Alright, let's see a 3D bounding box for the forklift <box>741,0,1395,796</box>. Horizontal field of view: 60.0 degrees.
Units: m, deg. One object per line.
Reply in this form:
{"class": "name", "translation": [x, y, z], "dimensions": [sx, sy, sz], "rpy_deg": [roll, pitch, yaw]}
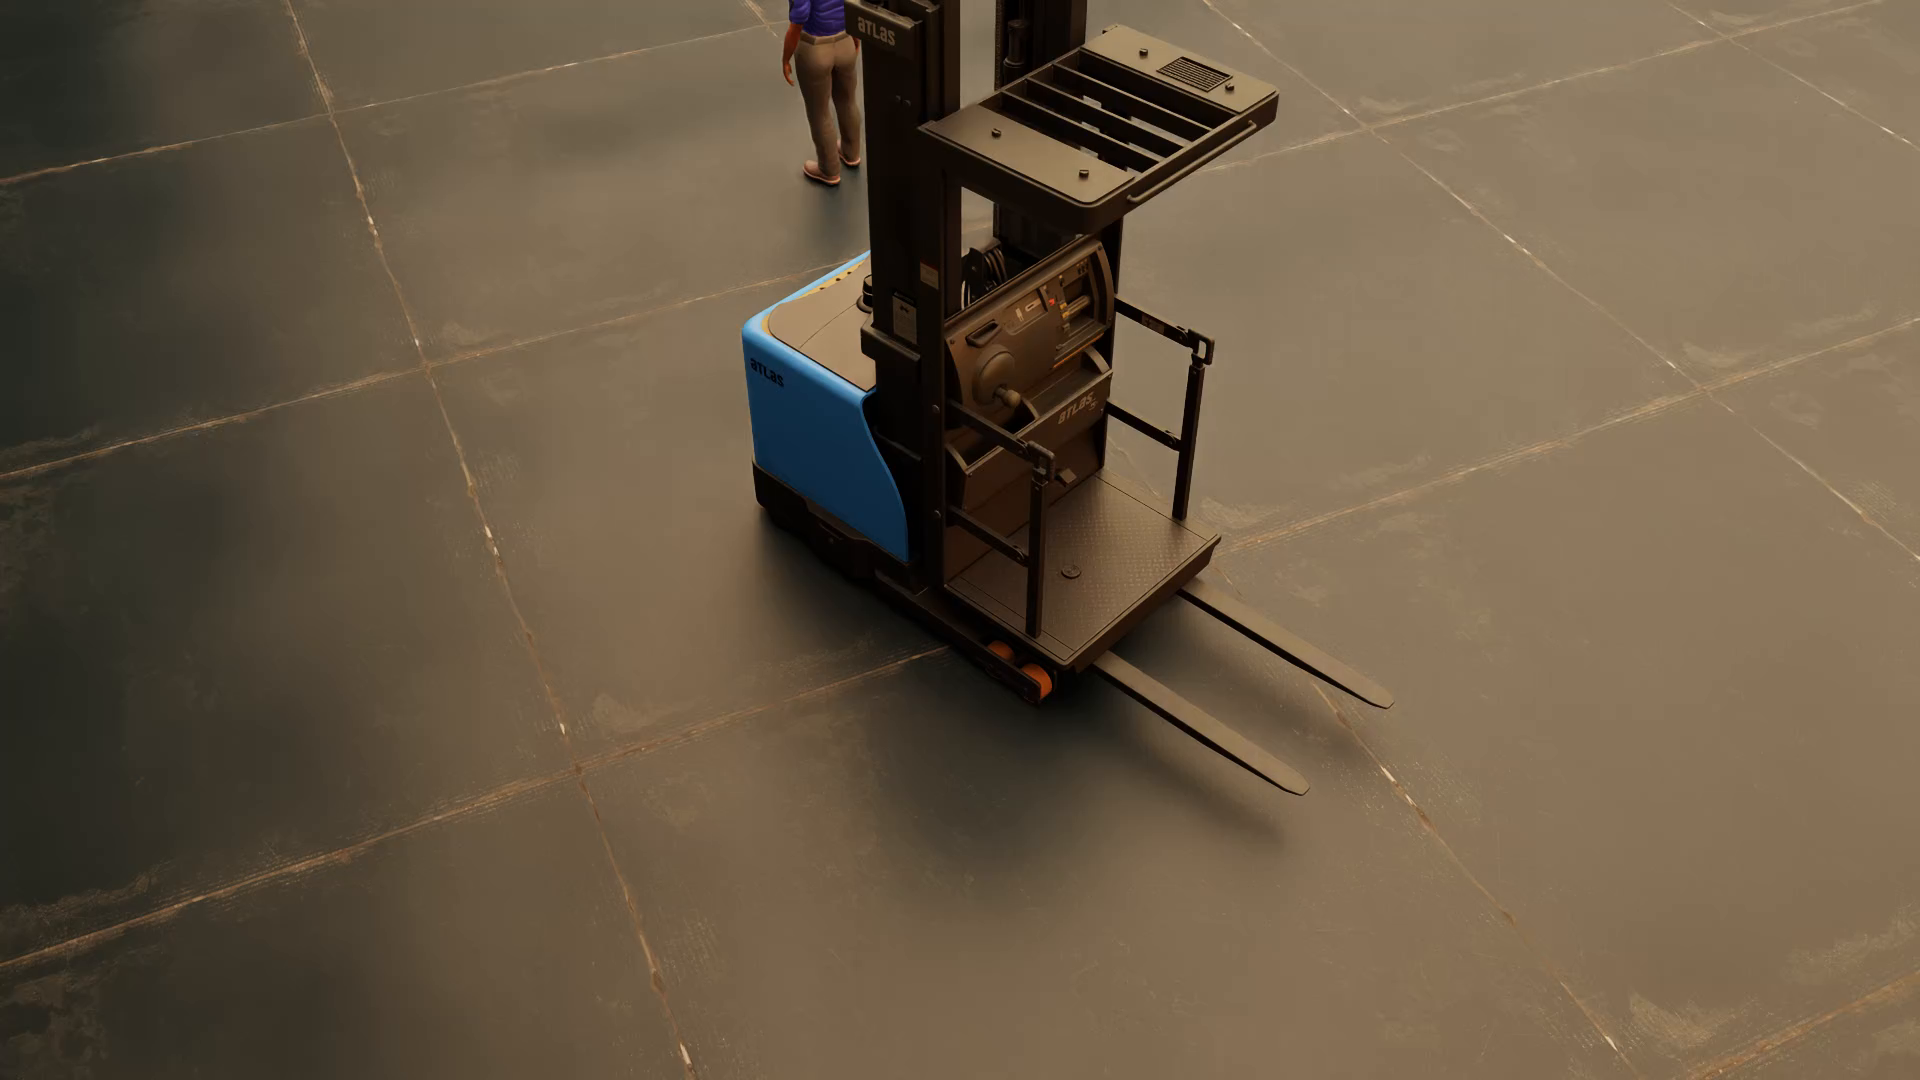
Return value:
{"class": "forklift", "translation": [0.445, -0.788, 6.525], "dimensions": [3.031, 2.935, 1.130], "rpy_deg": [32, 52, 30]}

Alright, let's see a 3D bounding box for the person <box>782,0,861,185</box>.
{"class": "person", "translation": [-0.816, -2.855, 9.665], "dimensions": [0.568, 1.655, 0.504], "rpy_deg": [-26, 49, -25]}
